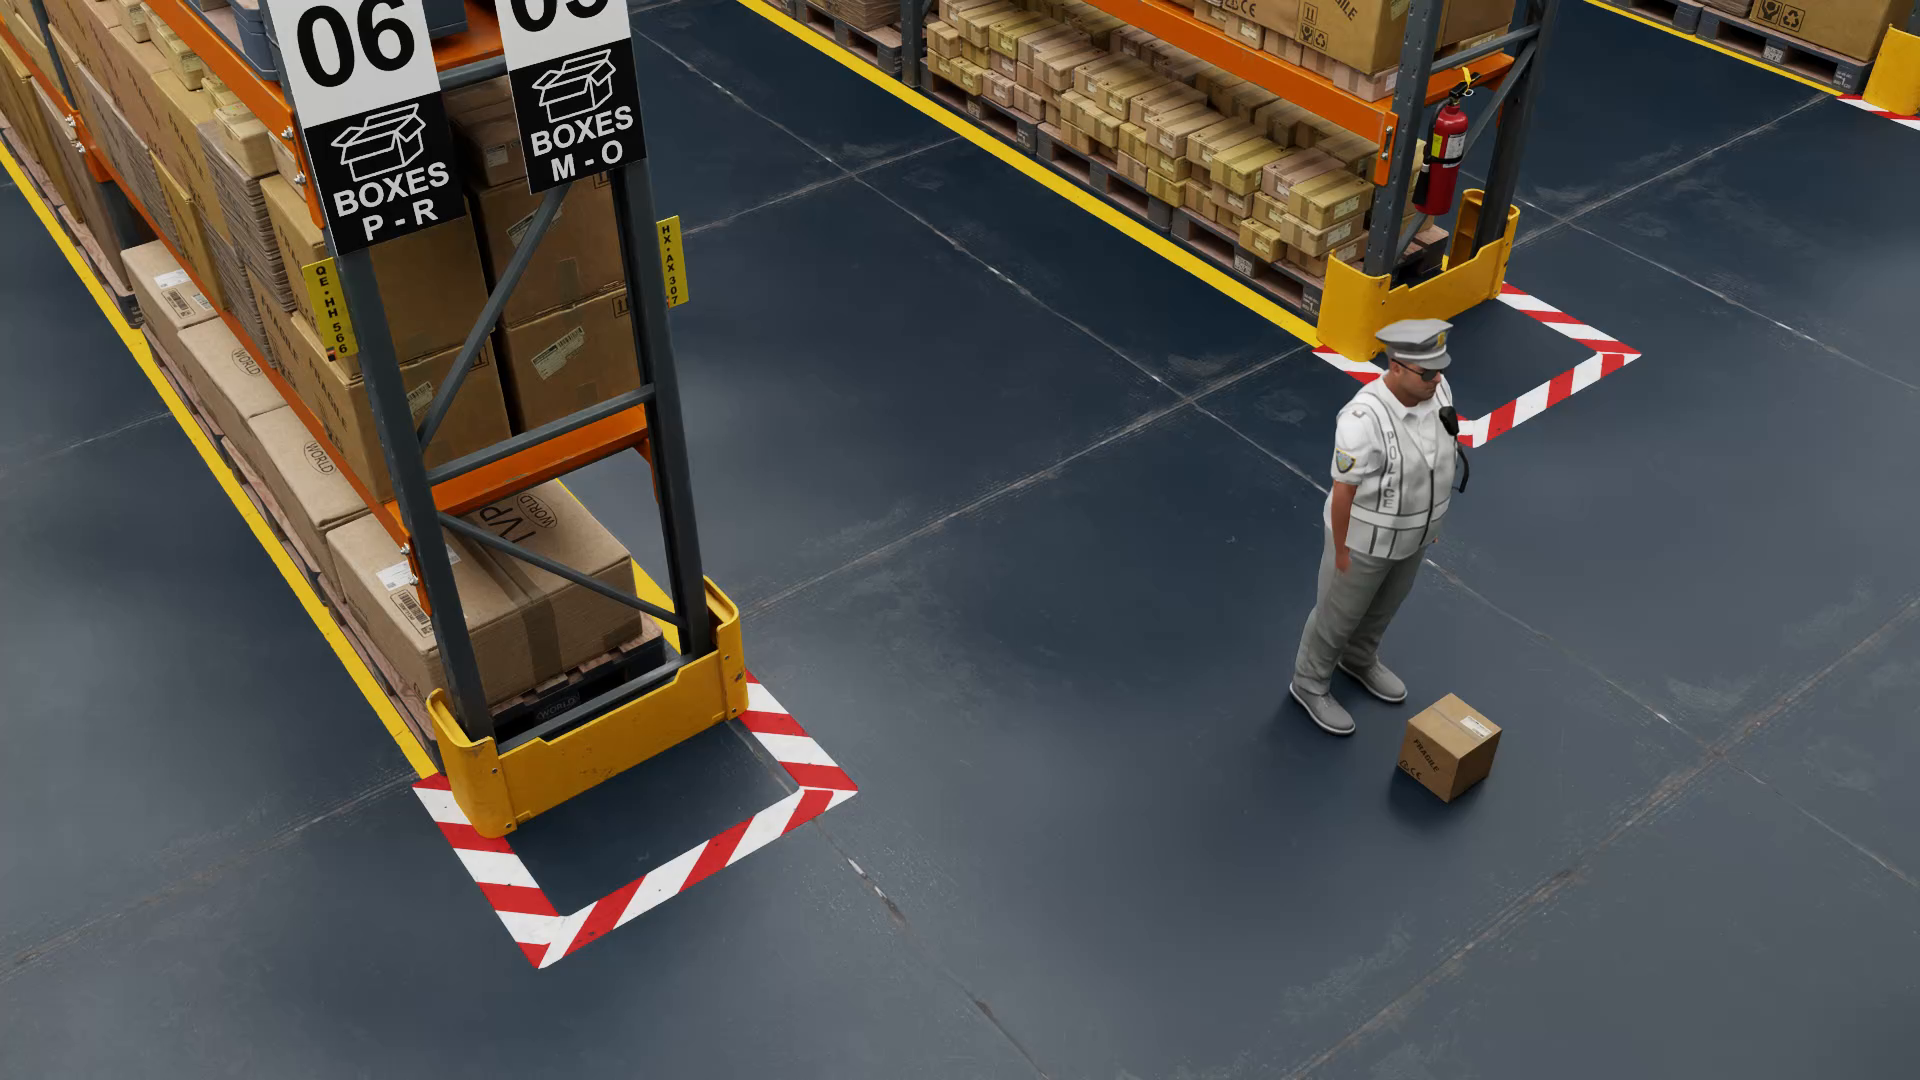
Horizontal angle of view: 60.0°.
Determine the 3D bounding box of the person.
[{"bbox_3d":[1.584,-0.049,6.197,0.525,1.772,0.395,-25,46,-27],"label":"person"}]
